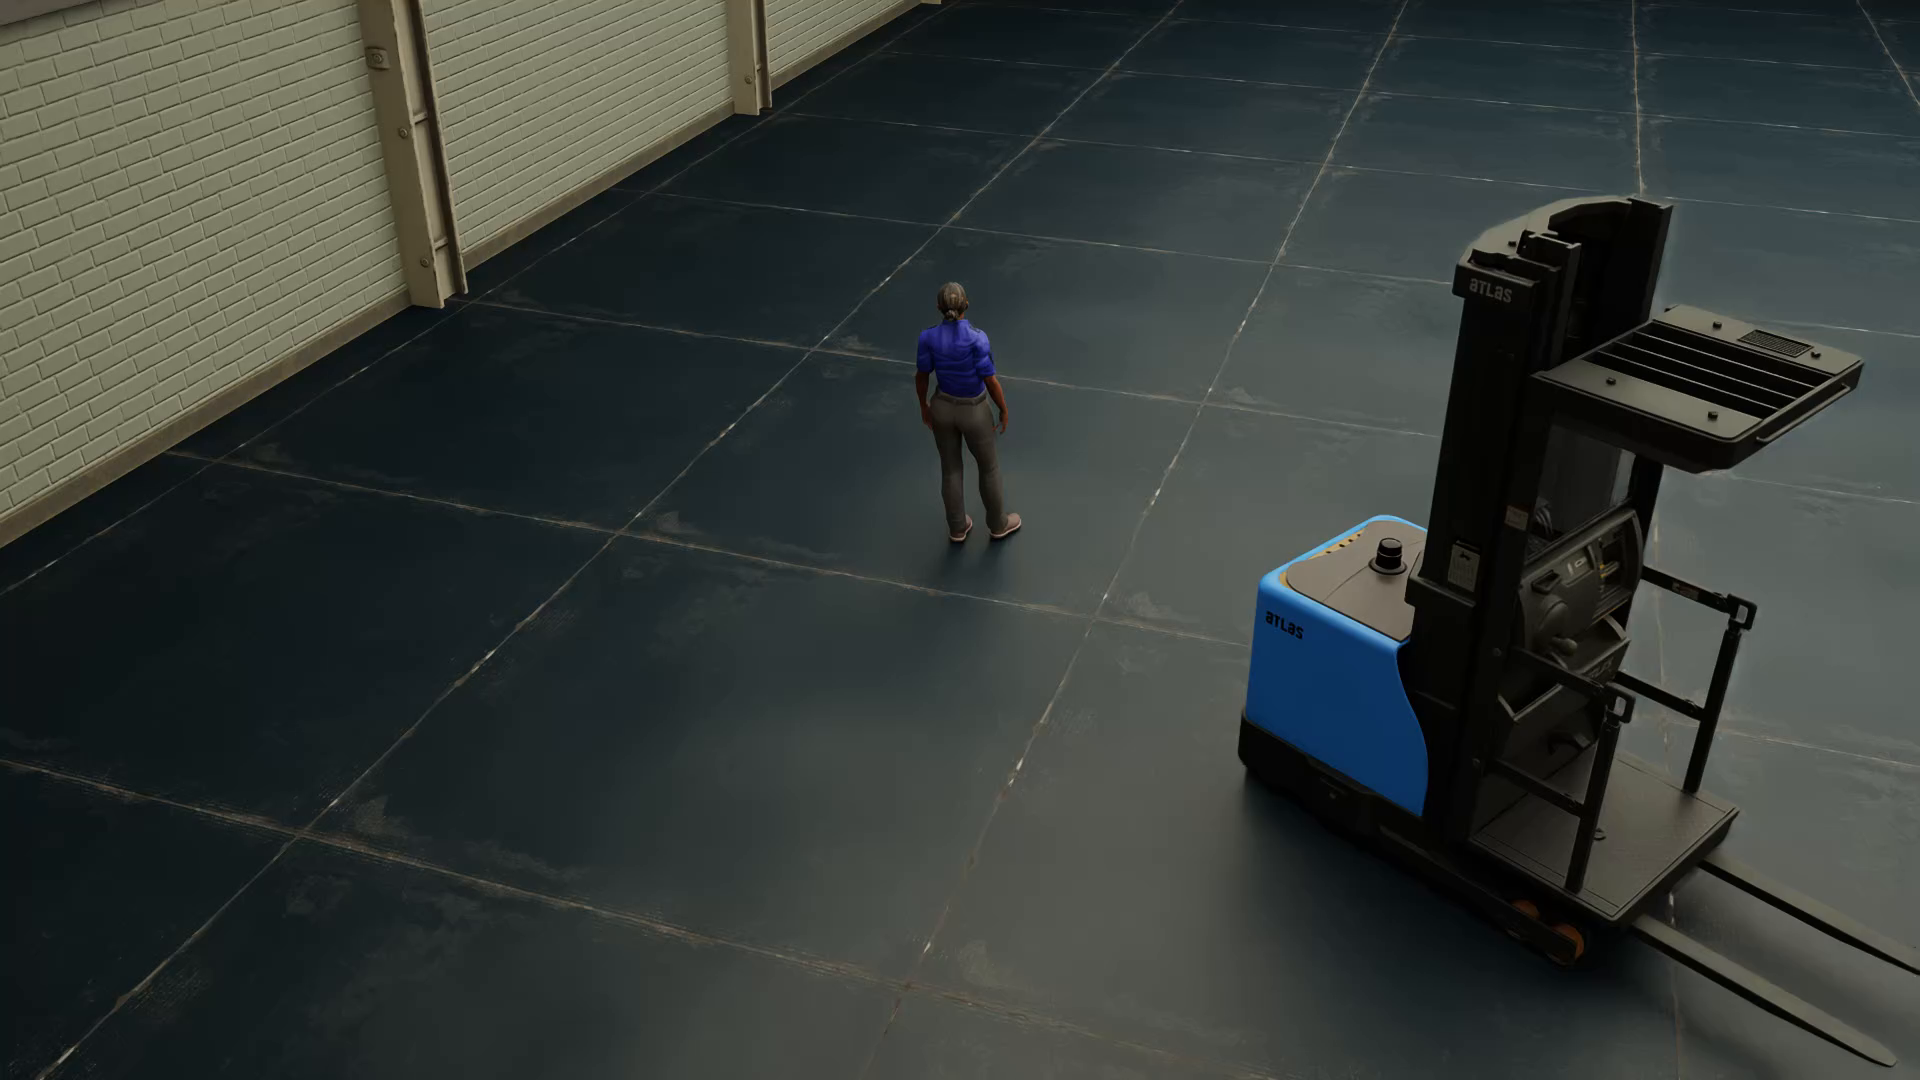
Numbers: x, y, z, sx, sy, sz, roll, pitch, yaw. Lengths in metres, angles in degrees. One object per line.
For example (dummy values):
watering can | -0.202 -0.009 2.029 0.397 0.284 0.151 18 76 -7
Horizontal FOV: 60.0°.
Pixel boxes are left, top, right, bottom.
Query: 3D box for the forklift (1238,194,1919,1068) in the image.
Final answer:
forklift | 2.713 0.218 6.755 1.130 2.935 3.031 -24 37 -35

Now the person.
person | 0.049 -0.765 9.752 0.569 1.656 0.496 10 31 16
